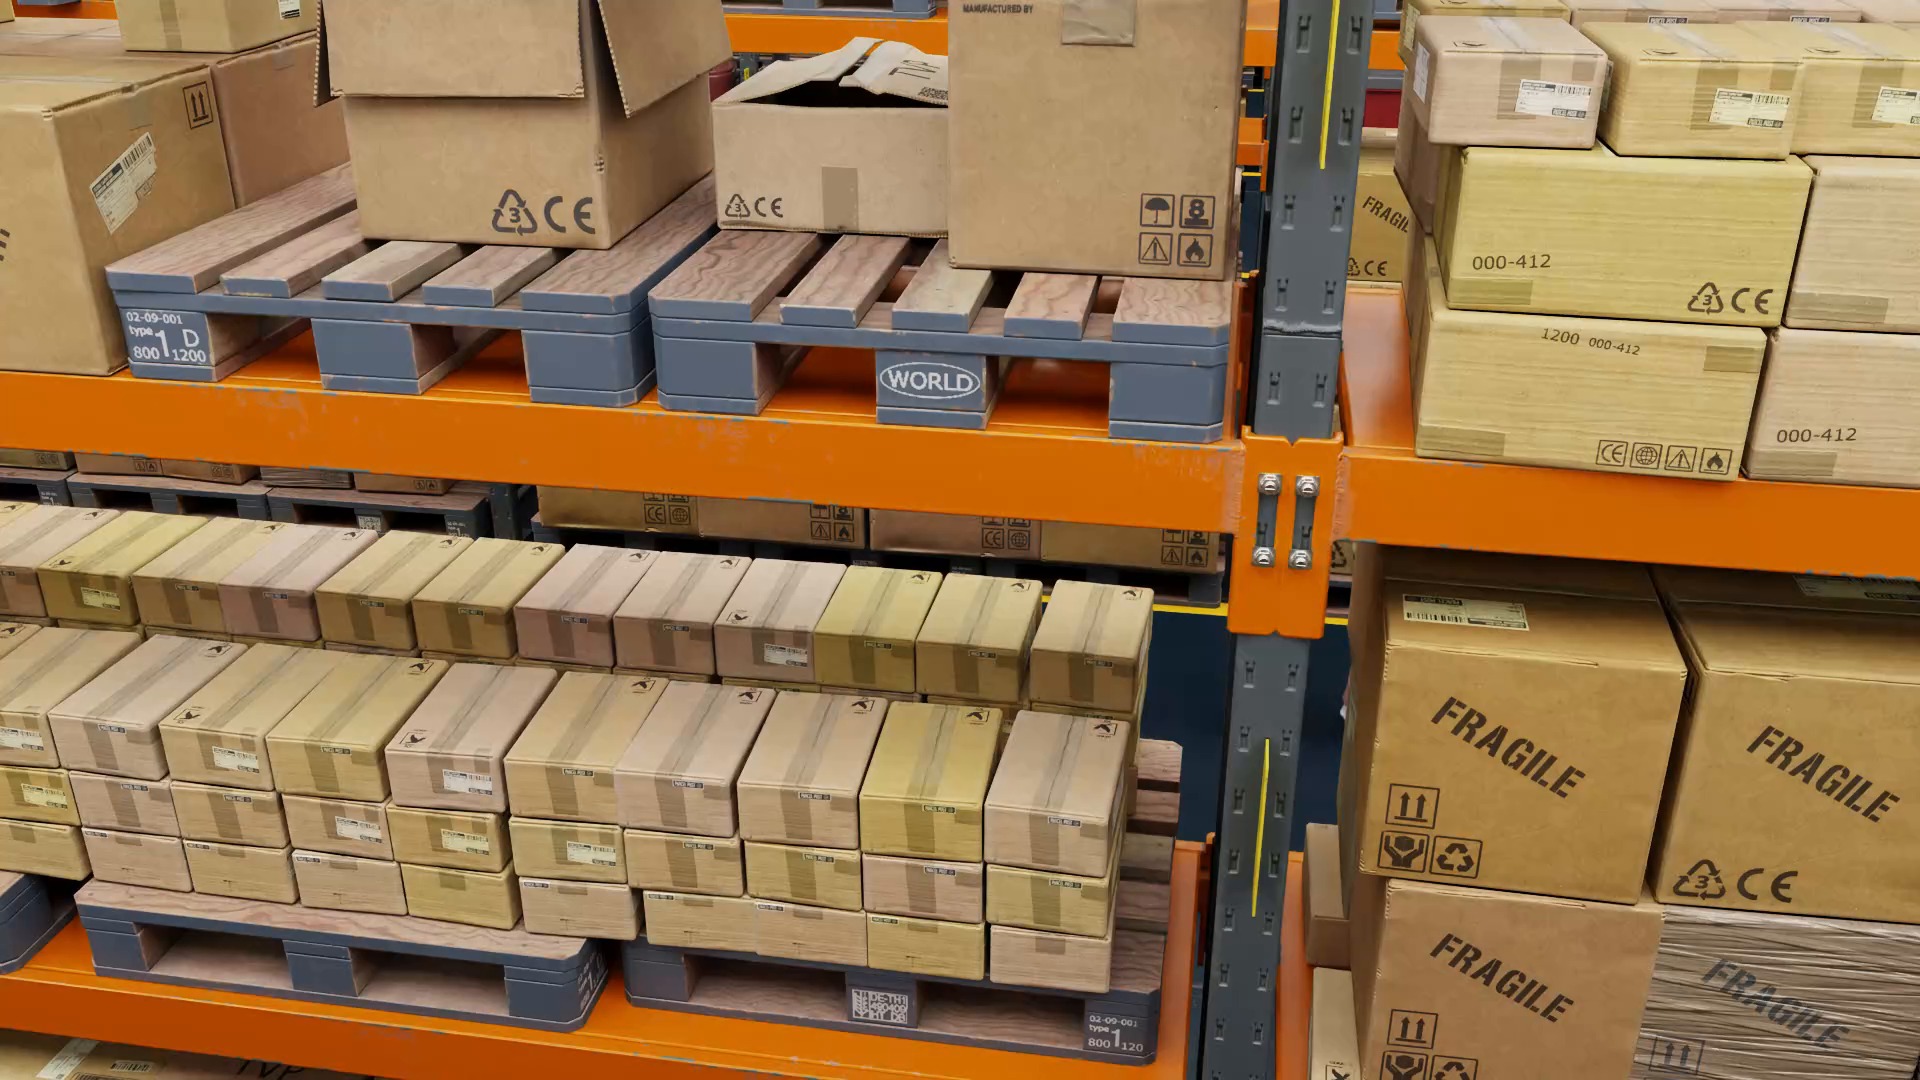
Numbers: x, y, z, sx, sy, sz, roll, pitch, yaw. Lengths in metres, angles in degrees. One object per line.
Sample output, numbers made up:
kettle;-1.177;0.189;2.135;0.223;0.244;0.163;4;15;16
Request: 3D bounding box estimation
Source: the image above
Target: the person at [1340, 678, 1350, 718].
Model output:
person;2.010;0.098;6.925;0.693;1.712;0.490;4;25;8
